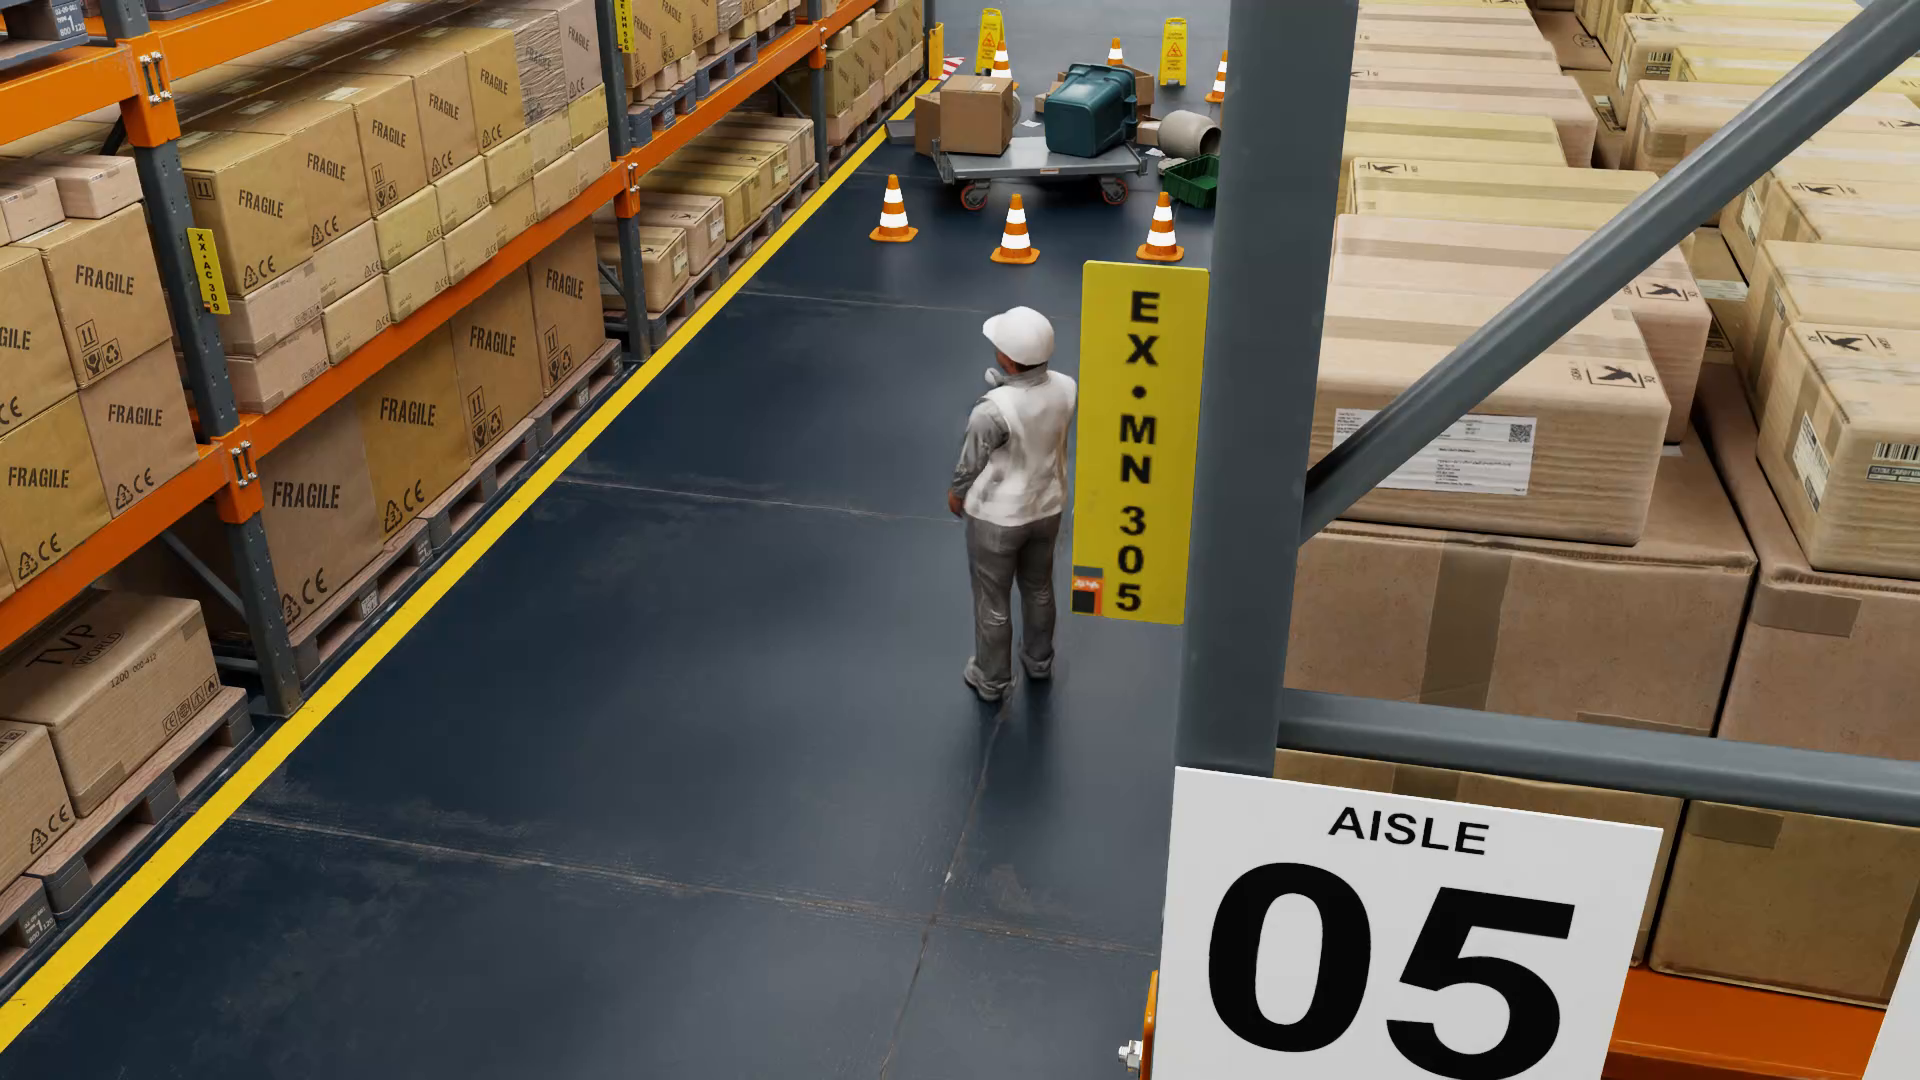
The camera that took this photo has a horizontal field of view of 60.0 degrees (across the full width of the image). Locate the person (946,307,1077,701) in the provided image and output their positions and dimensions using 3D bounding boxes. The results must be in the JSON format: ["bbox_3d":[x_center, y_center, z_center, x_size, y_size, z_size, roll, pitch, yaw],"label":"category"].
[{"bbox_3d":[0.213,-0.159,6.860,0.581,1.783,0.474,-21,35,-33],"label":"person"}]
